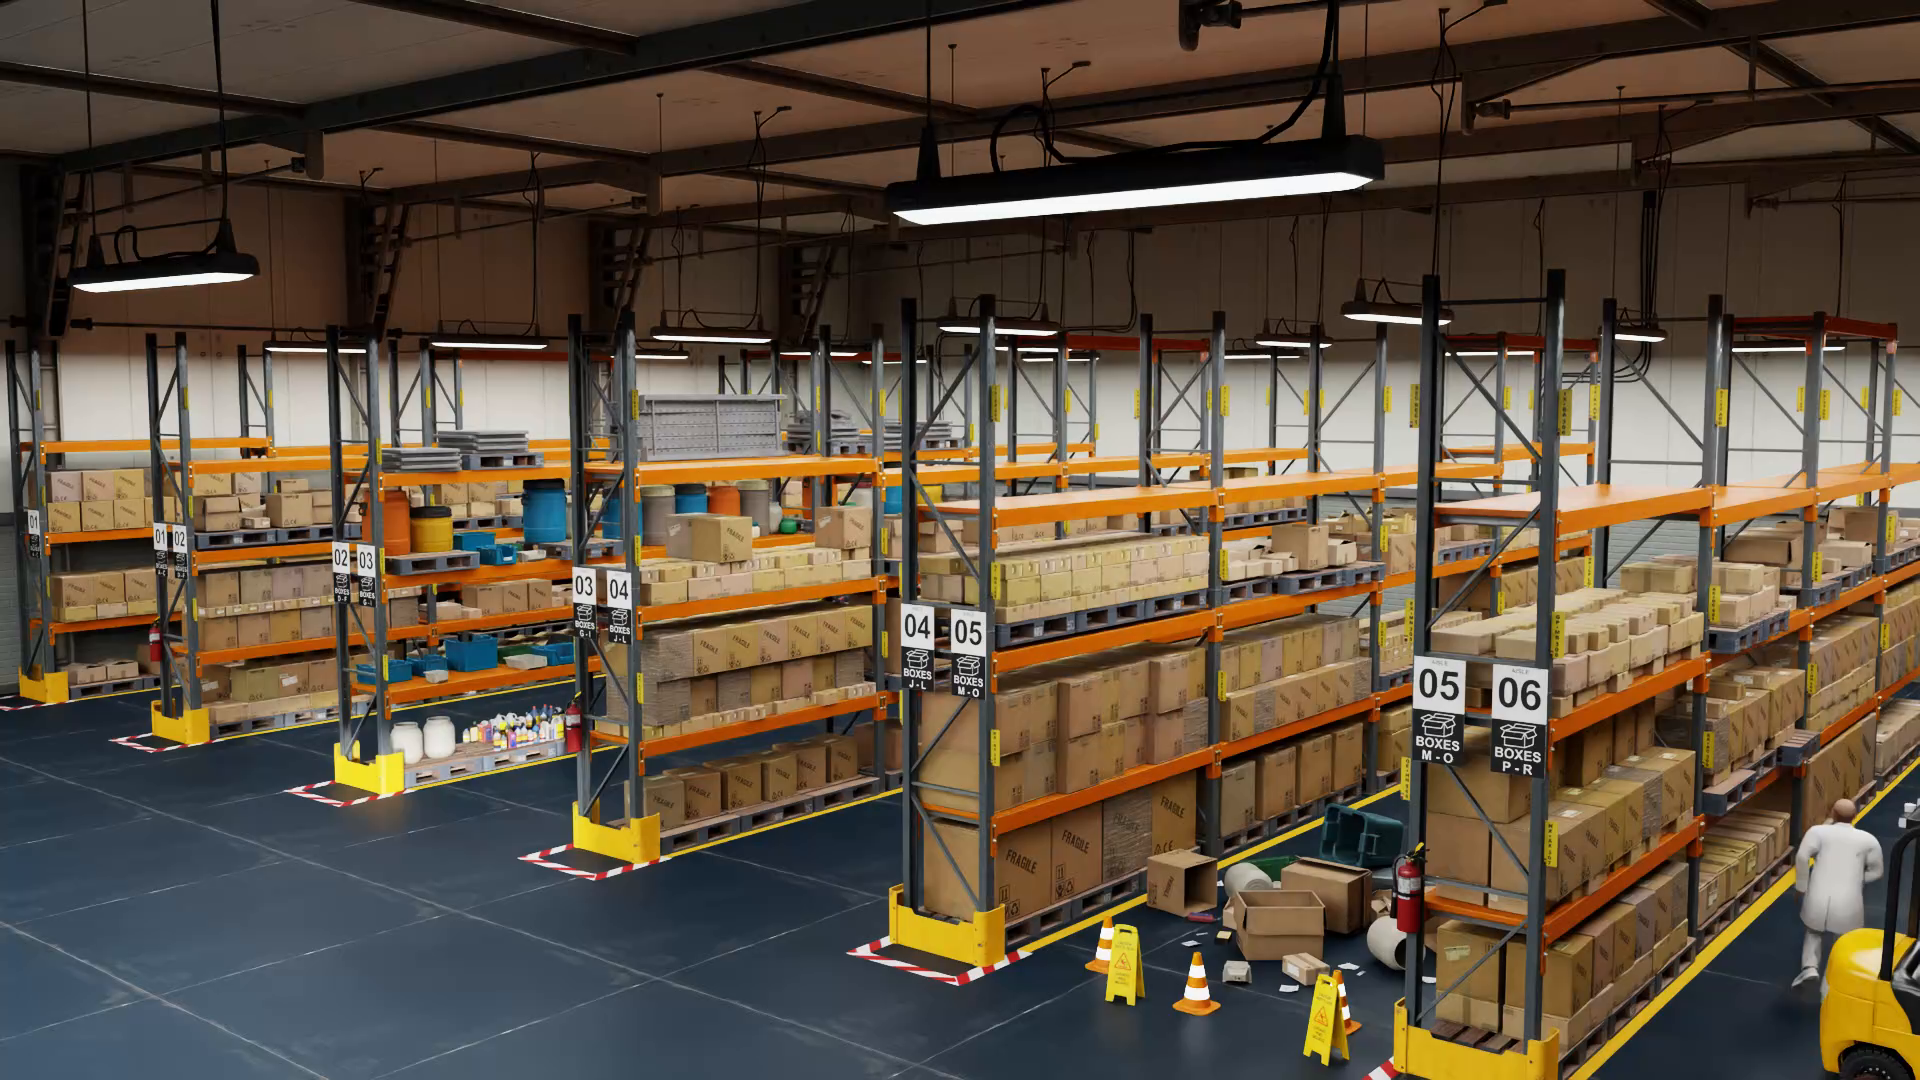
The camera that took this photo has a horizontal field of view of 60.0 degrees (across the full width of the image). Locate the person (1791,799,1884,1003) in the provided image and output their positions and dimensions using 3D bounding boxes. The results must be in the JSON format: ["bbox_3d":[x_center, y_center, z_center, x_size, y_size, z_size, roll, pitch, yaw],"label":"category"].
[{"bbox_3d":[7.459,3.064,14.167,0.635,1.672,0.819,4,7,40],"label":"person"}]

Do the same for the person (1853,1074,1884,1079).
[{"bbox_3d":[4.886,3.589,8.781,0.920,1.551,0.443,3,6,34],"label":"person"}]
